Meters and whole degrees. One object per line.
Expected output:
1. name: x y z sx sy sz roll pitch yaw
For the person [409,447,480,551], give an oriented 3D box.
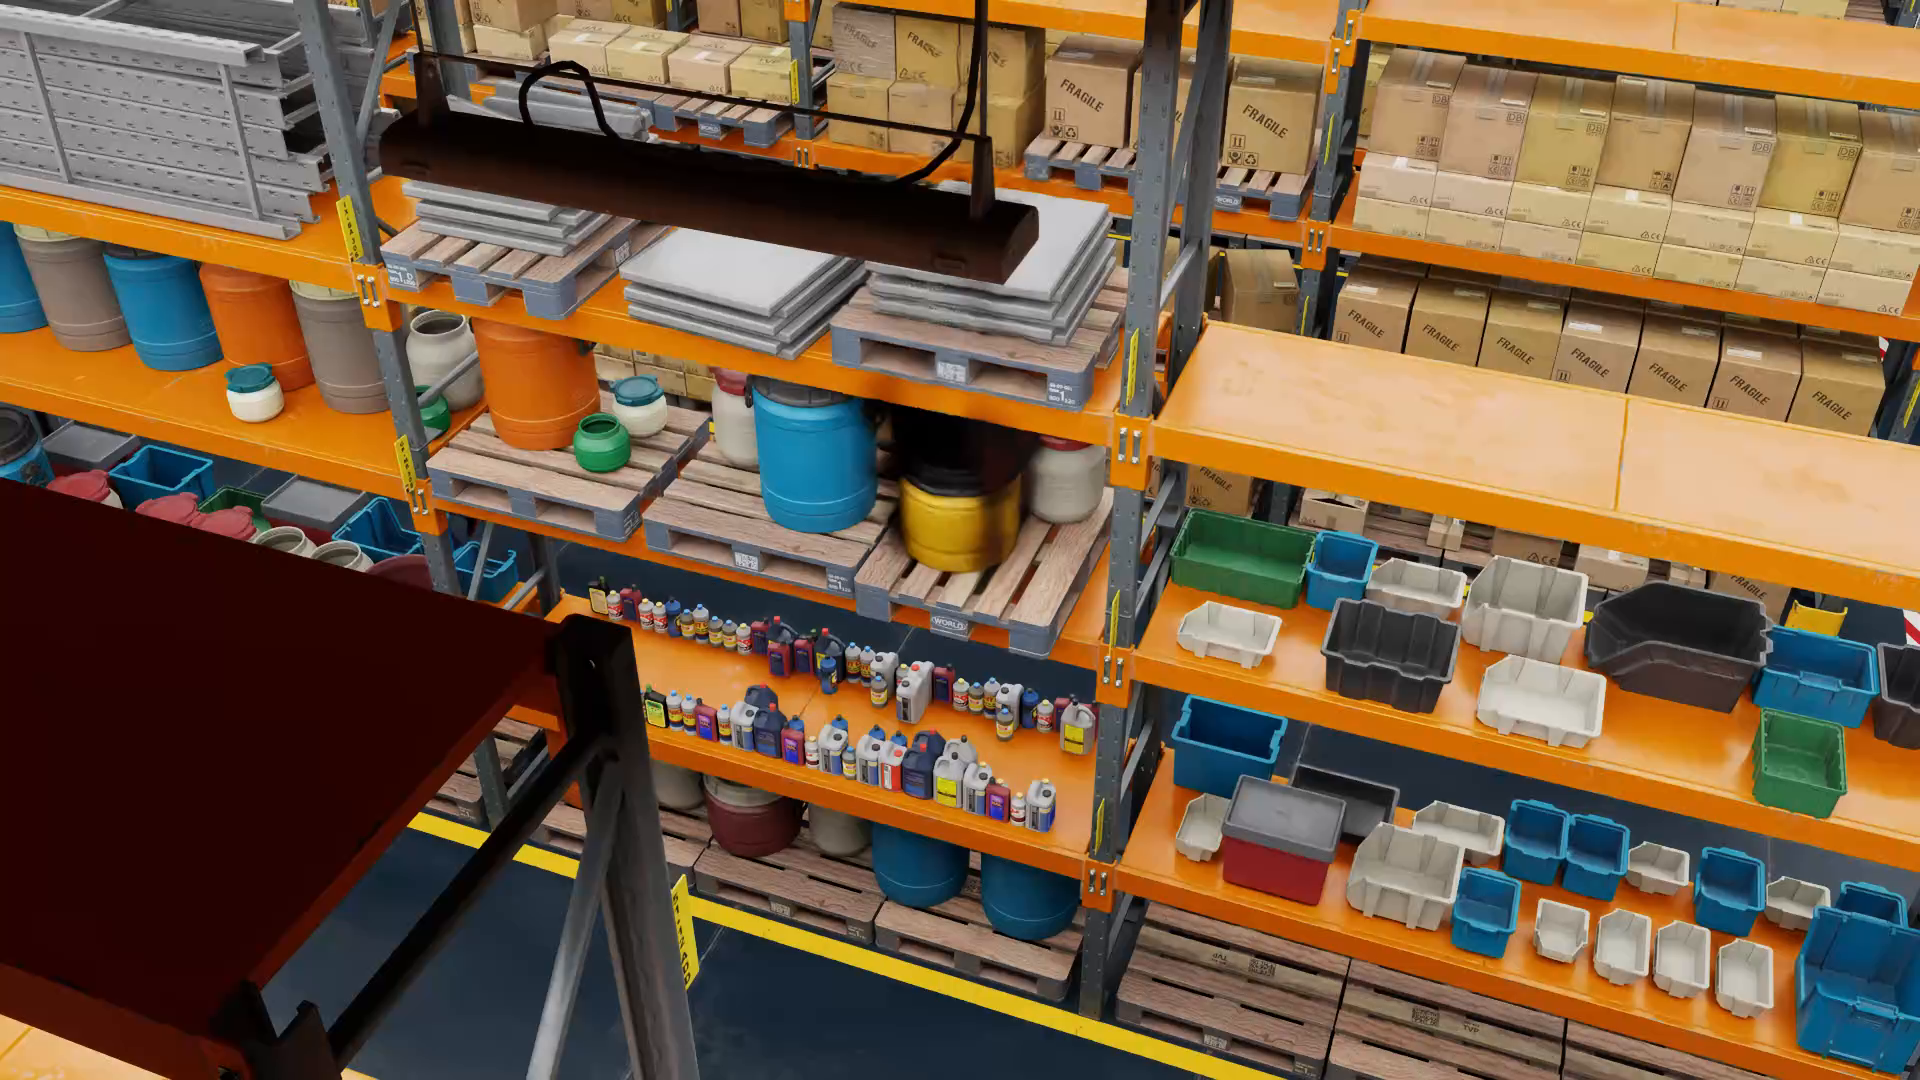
1. person: -4.061 -0.503 12.804 0.551 1.513 0.607 7 37 9
